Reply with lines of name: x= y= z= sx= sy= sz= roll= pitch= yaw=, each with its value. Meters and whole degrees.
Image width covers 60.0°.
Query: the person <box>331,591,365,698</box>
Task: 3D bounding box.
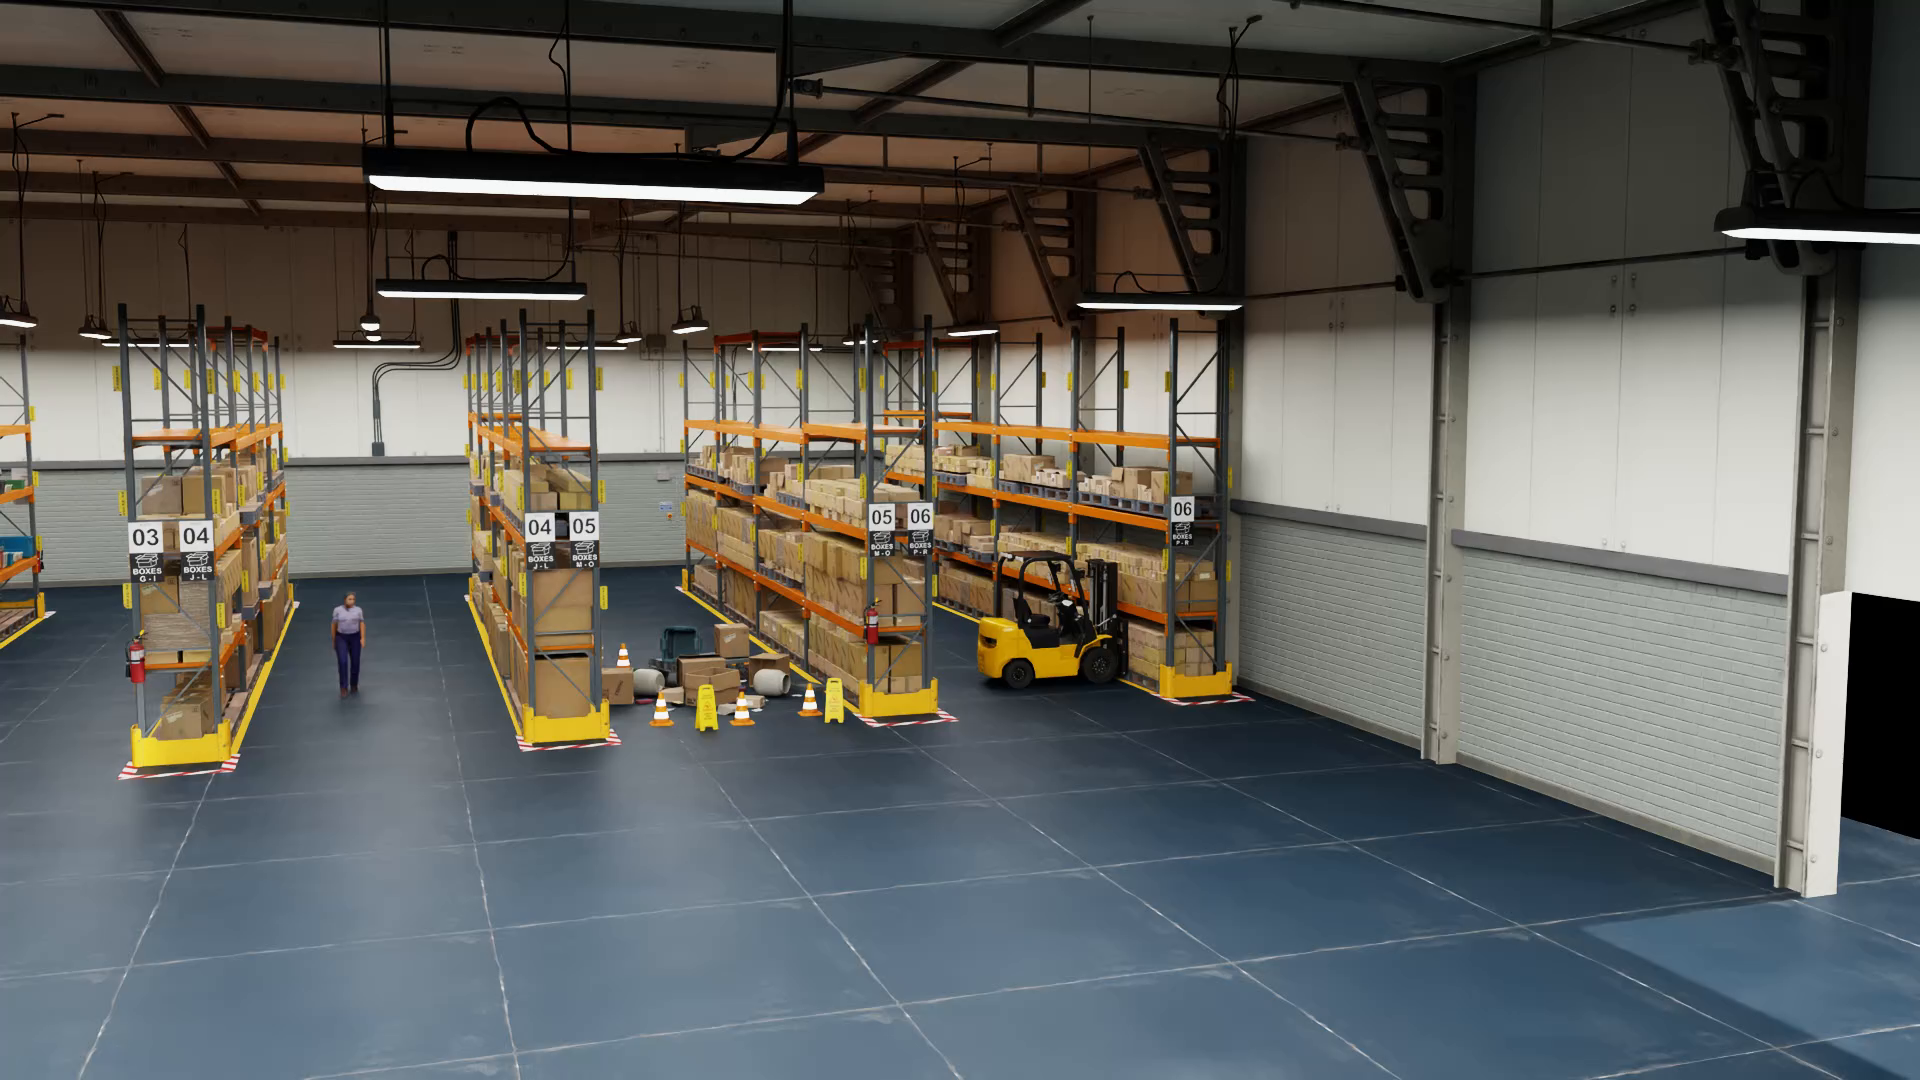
person: x=-9.804 y=1.669 z=26.732 sx=0.502 sy=1.649 sz=0.686 roll=-3 pitch=6 yaw=-30
